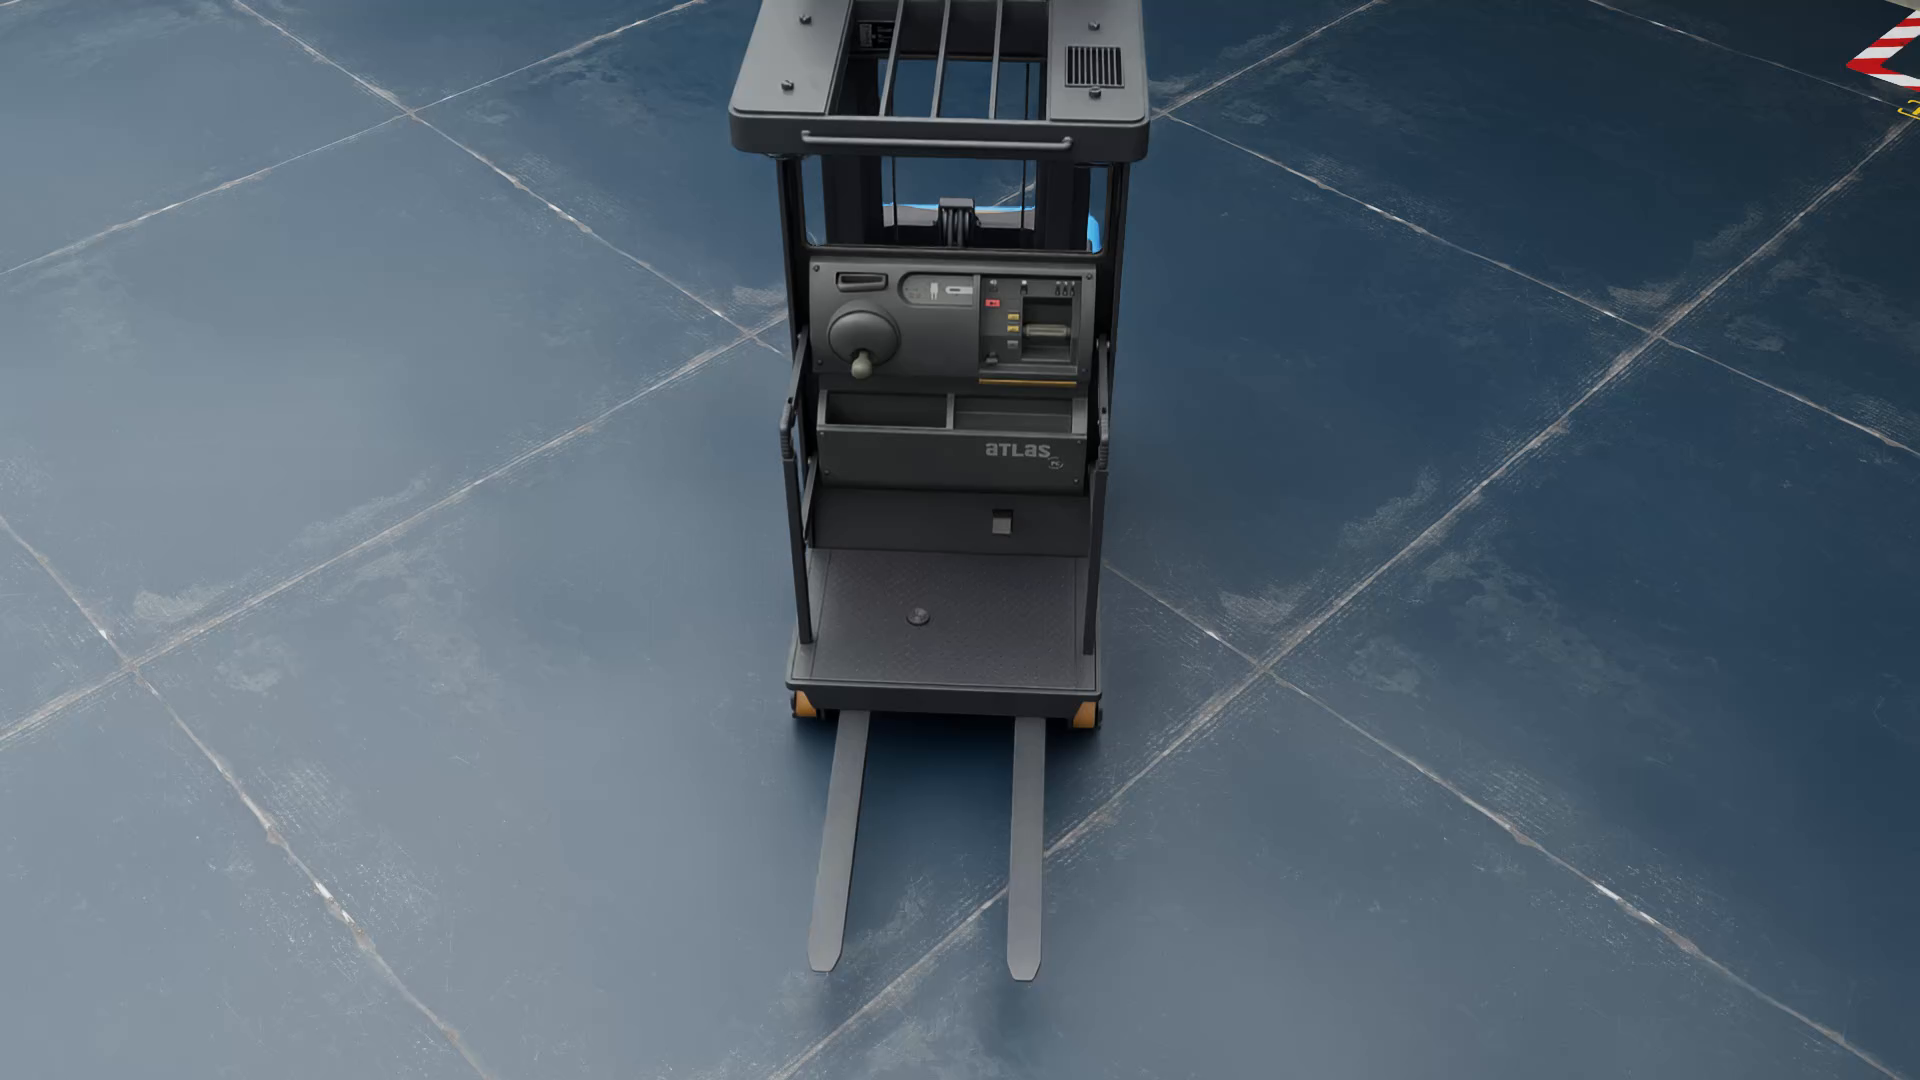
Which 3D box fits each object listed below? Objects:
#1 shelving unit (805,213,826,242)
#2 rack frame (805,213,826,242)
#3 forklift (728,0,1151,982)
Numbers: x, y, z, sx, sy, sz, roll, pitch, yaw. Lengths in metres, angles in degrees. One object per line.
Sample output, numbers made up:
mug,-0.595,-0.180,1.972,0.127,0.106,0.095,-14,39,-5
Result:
shelving unit,-0.507,-0.991,7.159,0.210,0.900,0.258,-18,46,-19
rack frame,-0.598,-0.961,7.127,0.006,0.900,0.240,-18,46,-19
forklift,-0.034,-0.627,5.269,1.130,2.935,3.031,2,43,2
